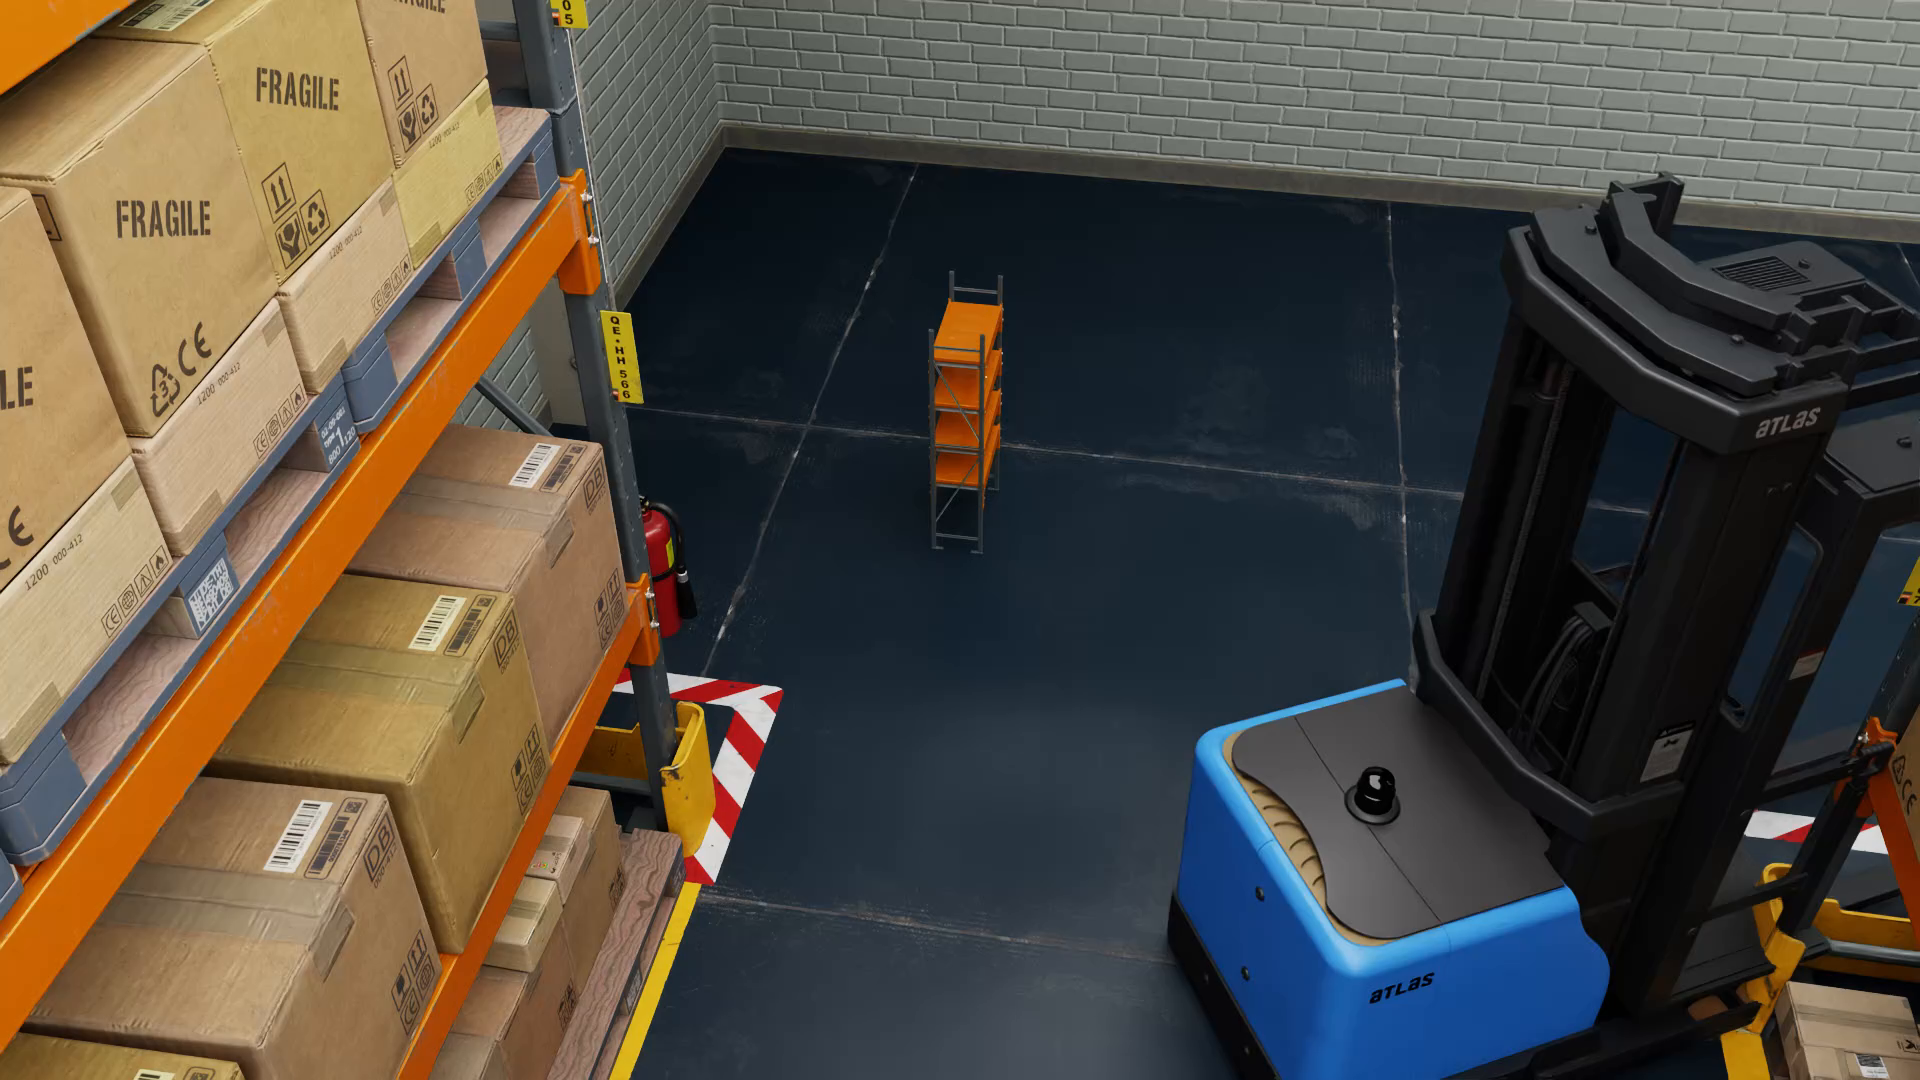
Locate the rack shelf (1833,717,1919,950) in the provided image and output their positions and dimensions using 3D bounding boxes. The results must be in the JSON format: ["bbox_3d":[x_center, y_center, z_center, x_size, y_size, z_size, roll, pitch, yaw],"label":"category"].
[{"bbox_3d":[2.969,1.990,3.650,1.077,0.370,4.000,6,40,8],"label":"rack shelf"}]

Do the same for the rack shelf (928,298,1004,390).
[{"bbox_3d":[0.029,-0.869,7.340,0.258,0.148,0.480,6,40,8],"label":"rack shelf"}]

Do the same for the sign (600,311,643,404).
[{"bbox_3d":[-1.033,-0.555,5.069,0.100,0.325,0.005,6,40,8],"label":"sign"}]

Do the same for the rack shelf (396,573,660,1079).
[{"bbox_3d":[-1.911,1.447,4.308,1.077,0.370,4.000,6,40,8],"label":"rack shelf"}]

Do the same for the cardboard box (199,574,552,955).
[{"bbox_3d":[-1.758,0.578,4.559,0.980,0.700,0.700,6,40,7],"label":"cardboard box"}]

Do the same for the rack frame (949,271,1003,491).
[{"bbox_3d":[0.071,-0.719,7.775,0.240,1.200,0.015,6,40,8],"label":"rack frame"}]

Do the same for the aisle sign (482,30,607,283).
[{"bbox_3d":[-1.257,-1.100,4.783,0.394,0.787,0.004,6,40,8],"label":"aisle sign"}]

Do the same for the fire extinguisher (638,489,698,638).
[{"bbox_3d":[-1.084,0.044,5.793,0.296,0.674,0.183,6,40,8],"label":"fire extinguisher"}]

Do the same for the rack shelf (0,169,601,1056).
[{"bbox_3d":[-1.911,0.290,3.352,1.077,0.370,4.000,6,40,8],"label":"rack shelf"}]

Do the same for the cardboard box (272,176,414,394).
[{"bbox_3d":[-1.519,-0.569,3.536,0.500,0.250,0.500,5,40,6],"label":"cardboard box"}]

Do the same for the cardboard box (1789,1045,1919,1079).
[{"bbox_3d":[2.860,1.762,5.240,0.380,0.166,0.250,6,40,8],"label":"cardboard box"}]

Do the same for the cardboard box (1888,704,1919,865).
[{"bbox_3d":[2.978,0.669,4.605,0.500,0.500,0.500,7,40,9],"label":"cardboard box"}]

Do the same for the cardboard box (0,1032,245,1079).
[{"bbox_3d":[-2.015,1.513,3.428,0.980,0.700,0.700,5,40,7],"label":"cardboard box"}]

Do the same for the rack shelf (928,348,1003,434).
[{"bbox_3d":[0.029,-0.687,7.491,0.258,0.148,0.480,6,40,8],"label":"rack shelf"}]

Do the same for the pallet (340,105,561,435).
[{"bbox_3d":[-1.683,-0.741,4.105,1.003,0.211,1.213,6,40,8],"label":"pallet"}]

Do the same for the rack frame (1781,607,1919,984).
[{"bbox_3d":[3.315,0.458,4.939,1.000,3.000,0.127,6,40,8],"label":"rack frame"}]

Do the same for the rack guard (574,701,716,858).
[{"bbox_3d":[-1.561,0.862,6.411,1.175,0.500,0.348,6,40,8],"label":"rack guard"}]

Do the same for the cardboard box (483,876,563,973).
[{"bbox_3d":[-1.474,1.177,5.192,0.380,0.149,0.250,7,40,9],"label":"cardboard box"}]

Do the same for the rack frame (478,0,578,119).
[{"bbox_3d":[-1.565,-2.398,3.685,1.000,3.000,0.127,6,40,8],"label":"rack frame"}]

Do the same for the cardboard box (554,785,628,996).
[{"bbox_3d":[-1.588,1.166,5.715,0.700,0.500,0.500,6,40,8],"label":"cardboard box"}]

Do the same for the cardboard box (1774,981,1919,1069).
[{"bbox_3d":[2.904,1.612,5.435,0.380,0.149,0.250,6,40,8],"label":"cardboard box"}]

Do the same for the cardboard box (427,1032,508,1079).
[{"bbox_3d":[-1.760,1.796,4.953,0.700,0.500,0.500,5,40,6],"label":"cardboard box"}]

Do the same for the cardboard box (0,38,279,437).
[{"bbox_3d":[-1.602,-0.543,2.917,0.500,0.500,0.500,5,40,6],"label":"cardboard box"}]

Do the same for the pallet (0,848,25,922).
[{"bbox_3d":[-2.105,0.790,2.252,1.003,0.211,1.213,6,40,8],"label":"pallet"}]

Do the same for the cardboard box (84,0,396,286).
[{"bbox_3d":[-1.520,-0.871,3.314,0.500,0.500,0.500,8,40,9],"label":"cardboard box"}]

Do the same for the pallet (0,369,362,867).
[{"bbox_3d":[-1.892,0.027,3.176,1.003,0.211,1.213,6,40,8],"label":"pallet"}]

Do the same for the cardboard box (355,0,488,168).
[{"bbox_3d":[-1.423,-1.184,3.692,0.500,0.500,0.500,6,40,8],"label":"cardboard box"}]

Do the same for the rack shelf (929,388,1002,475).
[{"bbox_3d":[0.029,-0.514,7.633,0.258,0.148,0.480,6,40,8],"label":"rack shelf"}]

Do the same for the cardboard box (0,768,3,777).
[{"bbox_3d":[-1.776,0.403,2.361,0.500,0.250,0.500,6,40,7],"label":"cardboard box"}]

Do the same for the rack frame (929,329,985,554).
[{"bbox_3d":[-0.014,-0.413,7.405,0.240,1.200,0.015,6,40,8],"label":"rack frame"}]

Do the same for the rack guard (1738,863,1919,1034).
[{"bbox_3d":[3.301,1.469,5.678,1.175,0.500,0.348,6,40,8],"label":"rack guard"}]

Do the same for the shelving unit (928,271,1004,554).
[{"bbox_3d":[0.029,-0.566,7.590,0.258,1.200,0.503,6,40,8],"label":"shelving unit"}]

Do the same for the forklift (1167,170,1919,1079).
[{"bbox_3d":[2.322,0.298,5.187,3.031,2.935,1.130,-13,41,-15],"label":"forklift"}]

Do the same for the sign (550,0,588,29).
[{"bbox_3d":[-1.033,-1.484,4.301,0.100,0.325,0.005,6,40,8],"label":"sign"}]

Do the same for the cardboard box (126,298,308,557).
[{"bbox_3d":[-1.604,-0.242,3.141,0.500,0.250,0.500,5,40,6],"label":"cardboard box"}]

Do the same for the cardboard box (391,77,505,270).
[{"bbox_3d":[-1.430,-0.896,3.932,0.500,0.250,0.500,8,40,9],"label":"cardboard box"}]

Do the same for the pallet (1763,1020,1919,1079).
[{"bbox_3d":[3.164,2.081,5.165,1.003,0.211,1.213,6,40,8],"label":"pallet"}]

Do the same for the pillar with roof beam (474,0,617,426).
[{"bbox_3d":[2.290,-3.713,5.276,9.100,9.000,0.400,6,40,8],"label":"pillar with roof beam"}]

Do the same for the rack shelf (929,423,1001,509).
[{"bbox_3d":[0.029,-0.361,7.760,0.258,0.148,0.480,6,40,8],"label":"rack shelf"}]

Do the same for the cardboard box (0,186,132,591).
[{"bbox_3d":[-1.695,-0.214,2.518,0.500,0.500,0.500,7,40,8],"label":"cardboard box"}]

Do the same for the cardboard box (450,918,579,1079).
[{"bbox_3d":[-1.674,1.480,5.335,0.700,0.500,0.500,6,40,8],"label":"cardboard box"}]

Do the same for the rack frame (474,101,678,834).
[{"bbox_3d":[-1.565,-0.086,5.597,1.000,3.000,0.127,6,40,8],"label":"rack frame"}]

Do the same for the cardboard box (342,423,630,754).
[{"bbox_3d":[-1.643,0.120,5.113,0.980,0.700,0.700,8,40,10],"label":"cardboard box"}]

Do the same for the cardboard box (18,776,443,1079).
[{"bbox_3d":[-1.899,1.055,3.981,0.980,0.700,0.700,5,40,6],"label":"cardboard box"}]

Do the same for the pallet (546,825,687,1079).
[{"bbox_3d":[-1.626,1.499,5.868,1.003,0.211,1.213,6,40,8],"label":"pallet"}]

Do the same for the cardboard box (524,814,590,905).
[{"bbox_3d":[-1.430,1.017,5.386,0.380,0.149,0.250,6,40,7],"label":"cardboard box"}]

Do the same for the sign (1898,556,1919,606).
[{"bbox_3d":[2.780,0.065,4.735,0.100,0.325,0.005,6,40,8],"label":"sign"}]

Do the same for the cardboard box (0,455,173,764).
[{"bbox_3d":[-1.694,0.080,2.751,0.500,0.250,0.500,5,40,6],"label":"cardboard box"}]
